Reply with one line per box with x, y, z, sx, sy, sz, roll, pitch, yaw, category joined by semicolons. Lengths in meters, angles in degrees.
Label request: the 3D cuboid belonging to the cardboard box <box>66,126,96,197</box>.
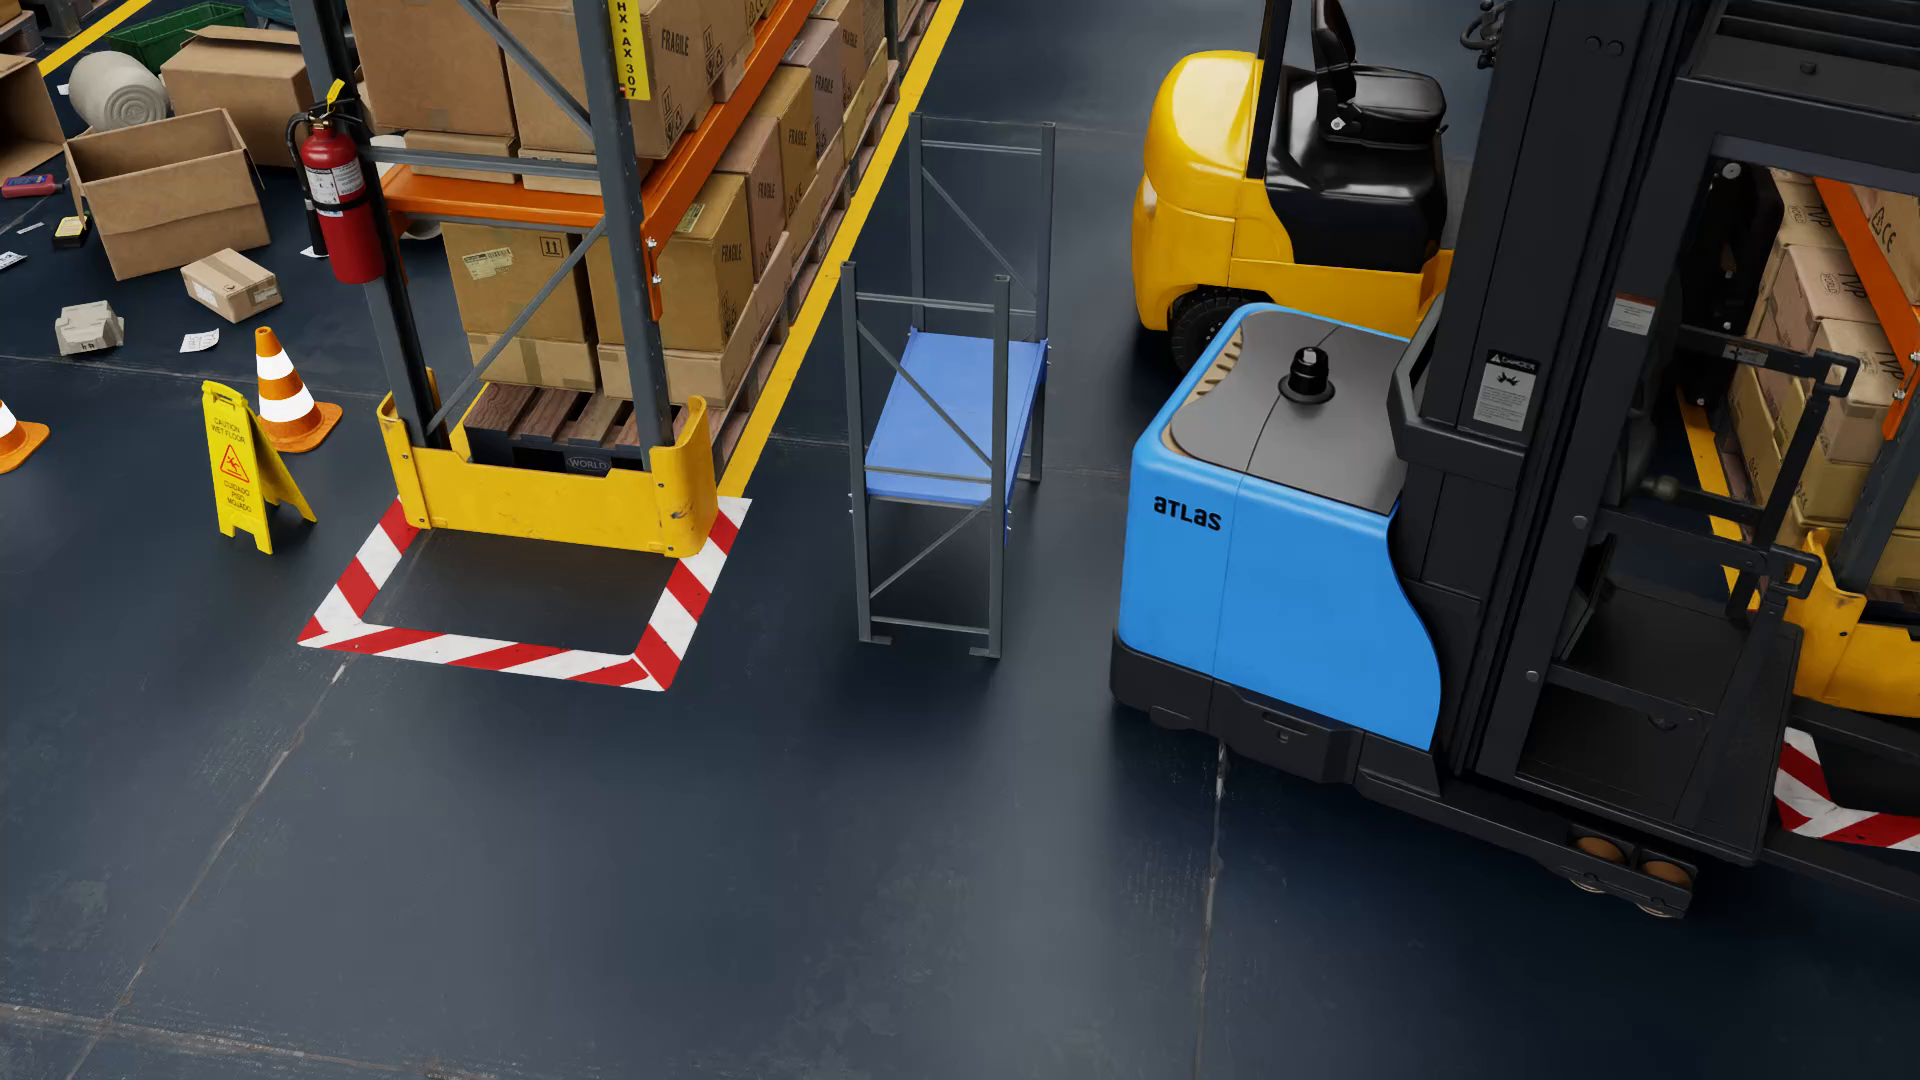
-4.218;-1.865;8.297;0.396;0.266;0.258;13;41;15;cardboard box

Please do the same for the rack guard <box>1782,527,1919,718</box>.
3.351;0.316;5.476;1.175;0.500;0.348;6;40;8;rack guard

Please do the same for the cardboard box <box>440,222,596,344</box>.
-1.652;-1.130;6.503;0.500;0.500;0.500;7;40;8;cardboard box

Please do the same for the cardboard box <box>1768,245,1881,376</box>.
3.210;-0.795;5.901;0.500;0.250;0.500;7;40;8;cardboard box

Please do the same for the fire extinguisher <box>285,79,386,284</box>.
-2.008;-1.157;5.356;0.296;0.674;0.183;6;40;8;fire extinguisher

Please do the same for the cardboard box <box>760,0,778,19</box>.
-0.954;-2.274;6.843;0.380;0.149;0.250;5;40;6;cardboard box

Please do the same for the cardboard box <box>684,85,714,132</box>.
-1.116;-1.619;6.051;0.380;0.149;0.250;5;40;6;cardboard box

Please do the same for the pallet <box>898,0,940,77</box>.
-0.709;-3.132;9.873;1.003;0.211;1.213;6;40;8;pallet

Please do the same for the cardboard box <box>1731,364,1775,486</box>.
3.221;-0.405;6.215;0.500;0.250;0.500;6;40;8;cardboard box

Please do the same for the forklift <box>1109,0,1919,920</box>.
2.046;-0.409;4.444;3.031;2.935;1.130;18;43;21;forklift

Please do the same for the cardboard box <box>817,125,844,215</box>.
-0.854;-1.765;7.860;0.500;0.250;0.500;7;40;8;cardboard box

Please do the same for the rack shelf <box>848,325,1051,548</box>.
-0.015;-0.386;5.822;0.538;0.185;1.000;6;40;8;rack shelf

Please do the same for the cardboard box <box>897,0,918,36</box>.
-0.754;-3.196;9.495;0.950;0.372;0.625;7;40;8;cardboard box

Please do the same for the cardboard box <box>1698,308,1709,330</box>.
3.384;-1.047;6.990;0.500;0.250;0.500;8;40;9;cardboard box

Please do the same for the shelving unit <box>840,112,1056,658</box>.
-0.015;-0.524;5.707;0.538;1.500;1.048;6;40;8;shelving unit

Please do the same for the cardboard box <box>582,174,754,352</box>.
-1.119;-1.089;6.453;0.500;0.500;0.500;5;40;6;cardboard box

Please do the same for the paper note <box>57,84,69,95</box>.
-4.959;-2.534;9.291;0.147;0.020;0.142;-20;44;-23;paper note

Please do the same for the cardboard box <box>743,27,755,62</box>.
-1.015;-1.939;6.438;0.380;0.149;0.250;7;40;9;cardboard box

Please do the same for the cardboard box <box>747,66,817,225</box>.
-0.938;-1.732;7.231;0.500;0.500;0.500;7;40;9;cardboard box

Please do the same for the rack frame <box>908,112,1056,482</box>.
0.073;-0.844;6.093;0.500;1.500;0.032;6;40;8;rack frame

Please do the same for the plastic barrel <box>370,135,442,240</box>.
-2.668;-1.678;7.947;0.421;0.421;0.512;-28;47;-30;plastic barrel

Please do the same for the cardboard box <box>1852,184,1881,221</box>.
3.281;-1.363;5.467;0.500;0.500;0.500;8;40;9;cardboard box

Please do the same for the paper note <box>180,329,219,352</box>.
-3.331;-0.876;7.286;0.148;0.019;0.142;-6;40;-8;paper note

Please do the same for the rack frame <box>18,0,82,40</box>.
-5.735;-4.200;8.976;1.000;3.000;0.127;6;40;8;rack frame

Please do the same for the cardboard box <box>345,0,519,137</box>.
-1.712;-1.732;5.679;0.500;0.500;0.500;6;40;7;cardboard box

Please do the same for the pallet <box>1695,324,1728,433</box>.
3.660;-0.836;7.095;1.003;0.211;1.213;6;40;8;pallet

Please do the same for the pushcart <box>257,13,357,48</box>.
-3.096;-2.927;9.494;1.648;0.377;0.936;-6;40;-8;pushcart

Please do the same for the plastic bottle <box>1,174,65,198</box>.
-4.645;-1.781;8.356;0.283;0.061;0.133;-6;40;-8;plastic bottle

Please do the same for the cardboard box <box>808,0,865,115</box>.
-0.766;-2.389;8.025;0.500;0.500;0.500;7;40;8;cardboard box

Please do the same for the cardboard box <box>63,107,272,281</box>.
-3.724;-1.627;7.823;0.797;0.503;0.637;-20;44;-23;cardboard box

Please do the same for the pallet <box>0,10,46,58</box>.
-5.943;-2.657;9.298;1.003;0.211;1.213;6;40;8;pallet

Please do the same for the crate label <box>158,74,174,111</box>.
-4.272;-2.501;9.167;0.298;0.136;0.250;-20;44;-23;crate label

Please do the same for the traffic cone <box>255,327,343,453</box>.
-2.730;-0.642;6.663;0.336;0.463;0.334;6;40;8;traffic cone

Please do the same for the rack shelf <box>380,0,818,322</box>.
-1.188;-2.185;7.104;1.077;0.370;4.000;6;40;8;rack shelf

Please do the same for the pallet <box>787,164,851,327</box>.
-1.132;-1.450;7.838;1.003;0.211;1.213;6;40;8;pallet

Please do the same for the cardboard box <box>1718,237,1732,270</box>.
3.388;-1.251;6.845;0.500;0.250;0.500;6;40;8;cardboard box

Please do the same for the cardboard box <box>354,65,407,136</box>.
-3.097;-2.390;8.932;0.258;0.266;0.396;-20;44;-23;cardboard box

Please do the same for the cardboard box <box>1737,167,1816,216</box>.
3.383;-1.429;6.669;0.500;0.250;0.500;6;40;7;cardboard box

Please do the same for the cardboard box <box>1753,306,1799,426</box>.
3.229;-0.611;6.071;0.500;0.250;0.500;6;40;7;cardboard box

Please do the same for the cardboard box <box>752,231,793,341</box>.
-1.026;-1.105;7.061;0.500;0.250;0.500;8;40;9;cardboard box

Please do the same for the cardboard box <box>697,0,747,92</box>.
-1.093;-1.953;5.946;0.500;0.500;0.500;8;40;9;cardboard box

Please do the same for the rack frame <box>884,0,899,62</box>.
-0.842;-3.718;8.393;1.000;3.000;0.127;6;40;8;rack frame

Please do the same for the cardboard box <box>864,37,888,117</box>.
-0.680;-2.419;8.651;0.500;0.250;0.500;8;40;10;cardboard box

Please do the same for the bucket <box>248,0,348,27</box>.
-3.488;-3.185;9.124;0.726;0.611;0.620;20;34;23;bucket

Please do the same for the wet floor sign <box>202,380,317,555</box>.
-2.621;-0.299;6.105;0.267;0.644;0.232;20;44;23;wet floor sign
